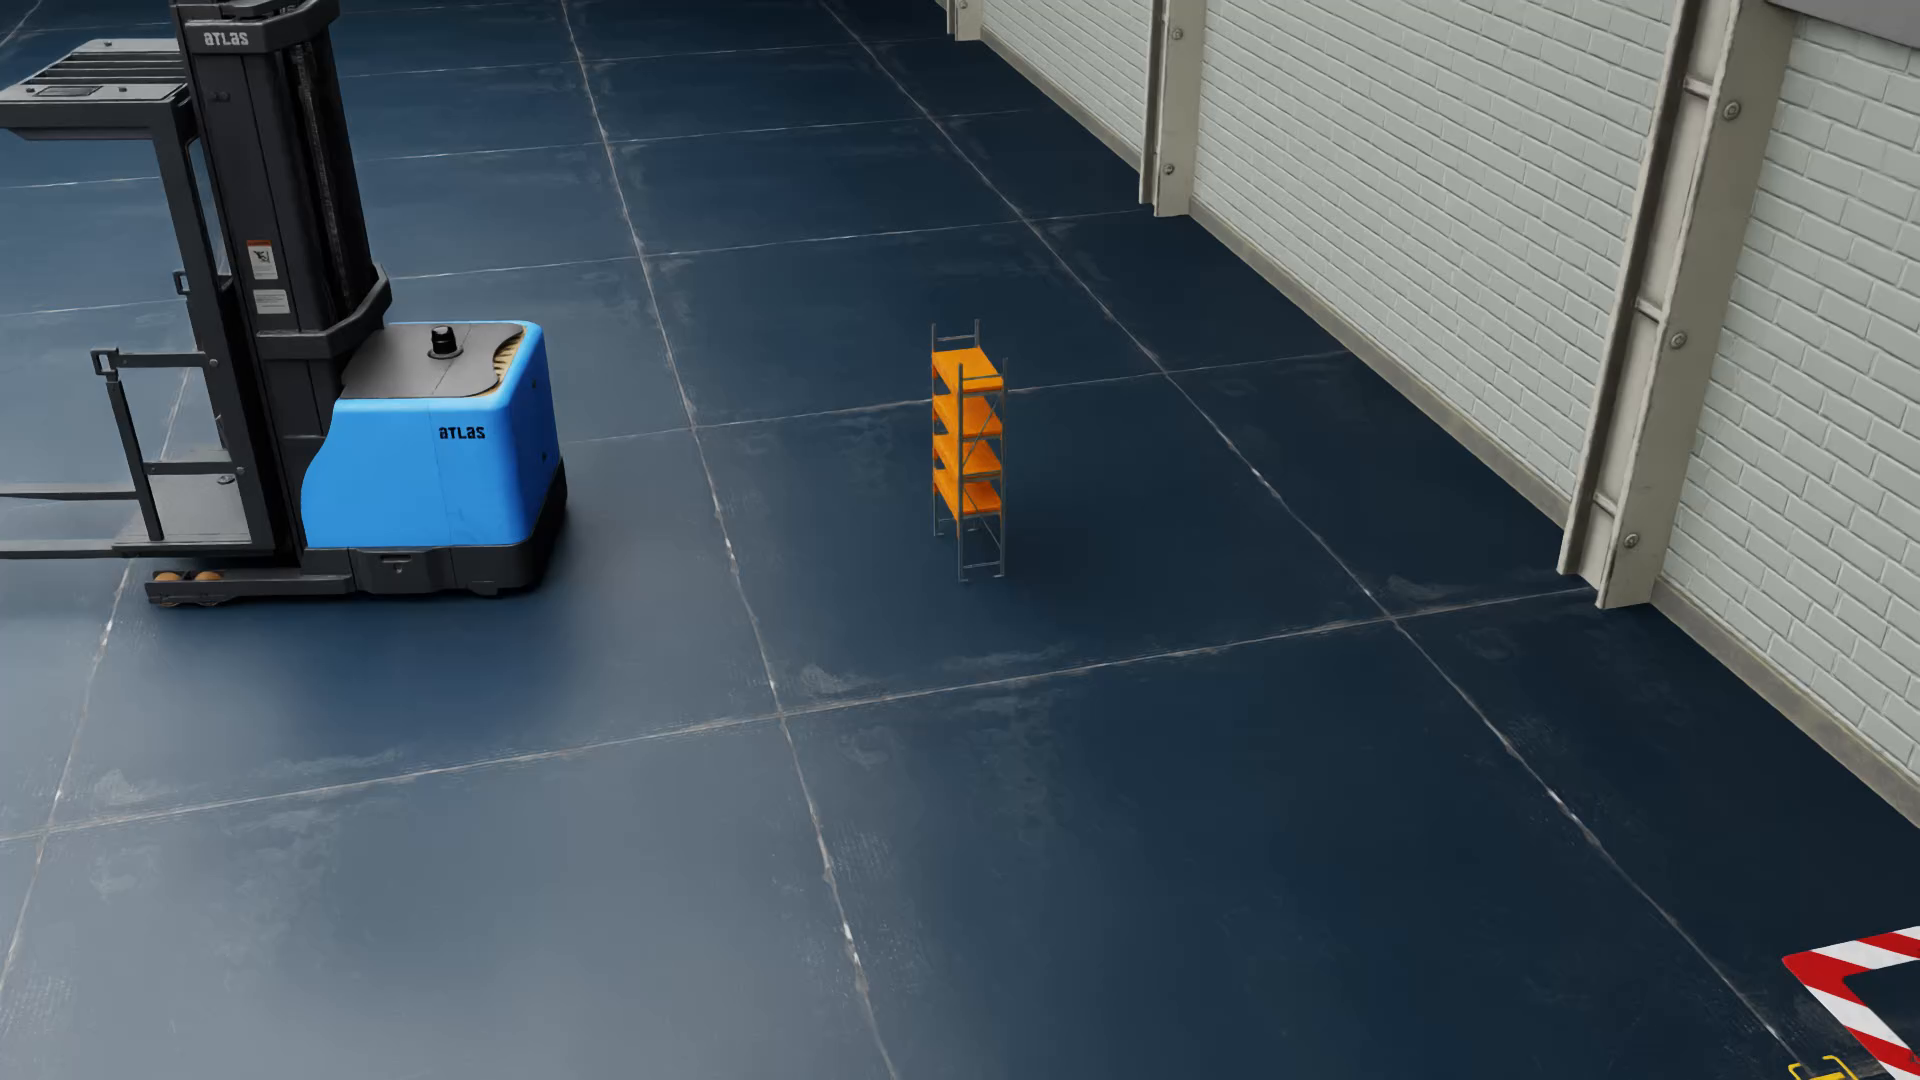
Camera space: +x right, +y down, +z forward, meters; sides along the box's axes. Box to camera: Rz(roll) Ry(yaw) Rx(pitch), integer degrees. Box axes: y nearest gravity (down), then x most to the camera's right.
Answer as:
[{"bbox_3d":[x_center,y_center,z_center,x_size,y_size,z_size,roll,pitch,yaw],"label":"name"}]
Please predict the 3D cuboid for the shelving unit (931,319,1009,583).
[{"bbox_3d":[0.044,-0.439,8.311,0.258,1.200,0.503,-8,31,-13],"label":"shelving unit"}]

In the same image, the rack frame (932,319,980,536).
[{"bbox_3d":[-0.021,-0.557,8.515,0.240,1.200,0.015,-8,31,-13],"label":"rack frame"}]

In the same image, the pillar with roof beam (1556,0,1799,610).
[{"bbox_3d":[-0.909,-3.096,5.116,9.100,9.000,0.400,-8,31,-13],"label":"pillar with roof beam"}]

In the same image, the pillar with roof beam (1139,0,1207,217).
[{"bbox_3d":[-2.502,-5.994,10.123,9.100,9.000,0.400,-8,31,-13],"label":"pillar with roof beam"}]

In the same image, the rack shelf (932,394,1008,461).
[{"bbox_3d":[0.044,-0.575,8.233,0.258,0.148,0.480,-8,31,-13],"label":"rack shelf"}]

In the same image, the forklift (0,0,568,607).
[{"bbox_3d":[-3.629,-1.210,7.915,3.031,2.935,1.130,-1,30,-2],"label":"forklift"}]

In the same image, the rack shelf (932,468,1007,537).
[{"bbox_3d":[0.044,-0.209,8.444,0.258,0.148,0.480,-8,31,-13],"label":"rack shelf"}]

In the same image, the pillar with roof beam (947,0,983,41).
[{"bbox_3d":[-4.094,-8.892,15.129,9.100,9.000,0.400,-8,31,-13],"label":"pillar with roof beam"}]

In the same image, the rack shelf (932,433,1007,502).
[{"bbox_3d":[0.044,-0.381,8.345,0.258,0.148,0.480,-8,31,-13],"label":"rack shelf"}]

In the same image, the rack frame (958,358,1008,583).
[{"bbox_3d":[0.109,-0.321,8.108,0.240,1.200,0.015,-8,31,-13],"label":"rack frame"}]

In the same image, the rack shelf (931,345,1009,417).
[{"bbox_3d":[0.044,-0.779,8.114,0.258,0.148,0.480,-8,31,-13],"label":"rack shelf"}]
